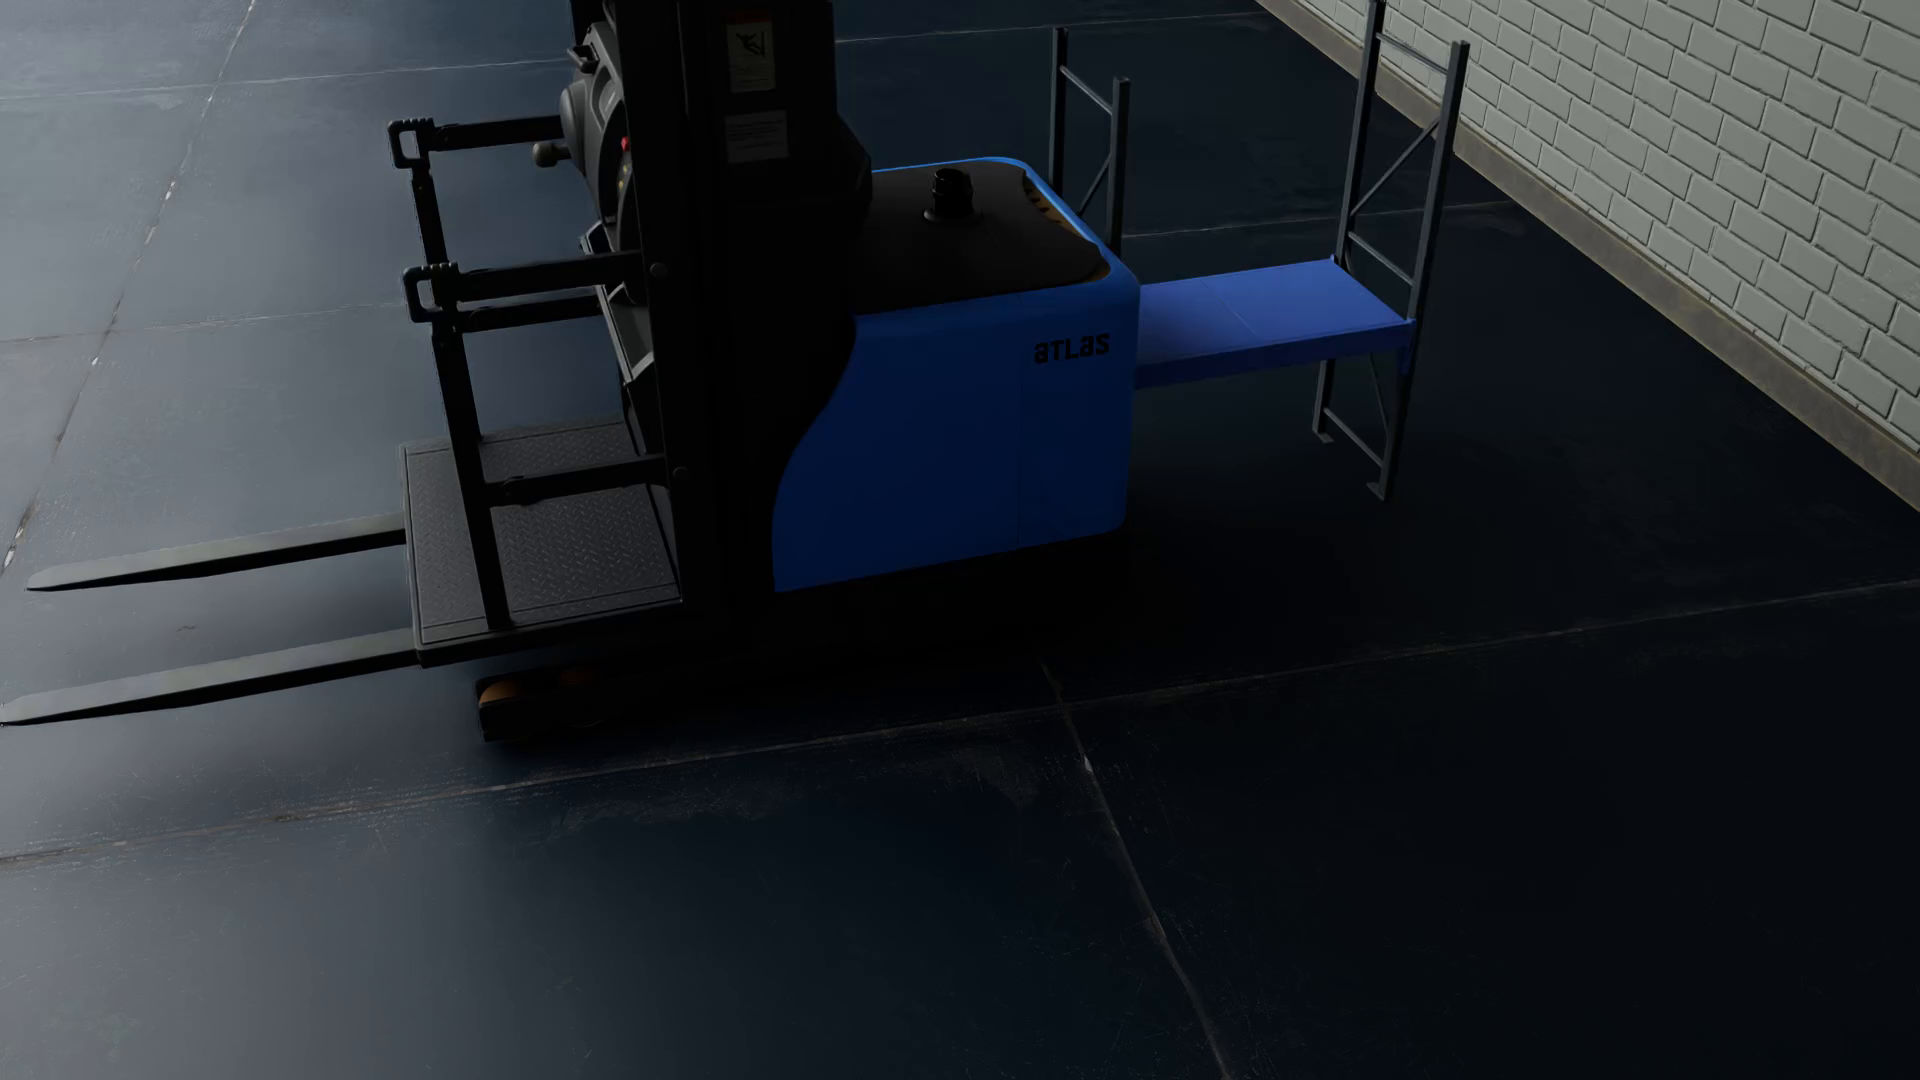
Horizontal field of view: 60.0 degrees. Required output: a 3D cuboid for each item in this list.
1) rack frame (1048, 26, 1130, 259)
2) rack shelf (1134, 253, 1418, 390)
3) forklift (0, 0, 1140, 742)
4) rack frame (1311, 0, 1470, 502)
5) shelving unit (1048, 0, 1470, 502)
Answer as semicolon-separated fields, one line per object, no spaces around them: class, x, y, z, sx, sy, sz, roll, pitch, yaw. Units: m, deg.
rack frame;0.355;-0.707;4.958;0.032;1.500;0.500;-10;35;-15
rack shelf;0.839;-0.644;5.187;1.000;0.185;0.538;-10;35;-15
forklift;-1.084;-1.008;4.121;3.031;2.935;1.130;-10;35;-15
rack frame;1.323;-0.881;5.216;0.032;1.500;0.500;-10;35;-15
shelving unit;0.839;-0.794;5.087;1.048;1.500;0.538;-10;35;-15
